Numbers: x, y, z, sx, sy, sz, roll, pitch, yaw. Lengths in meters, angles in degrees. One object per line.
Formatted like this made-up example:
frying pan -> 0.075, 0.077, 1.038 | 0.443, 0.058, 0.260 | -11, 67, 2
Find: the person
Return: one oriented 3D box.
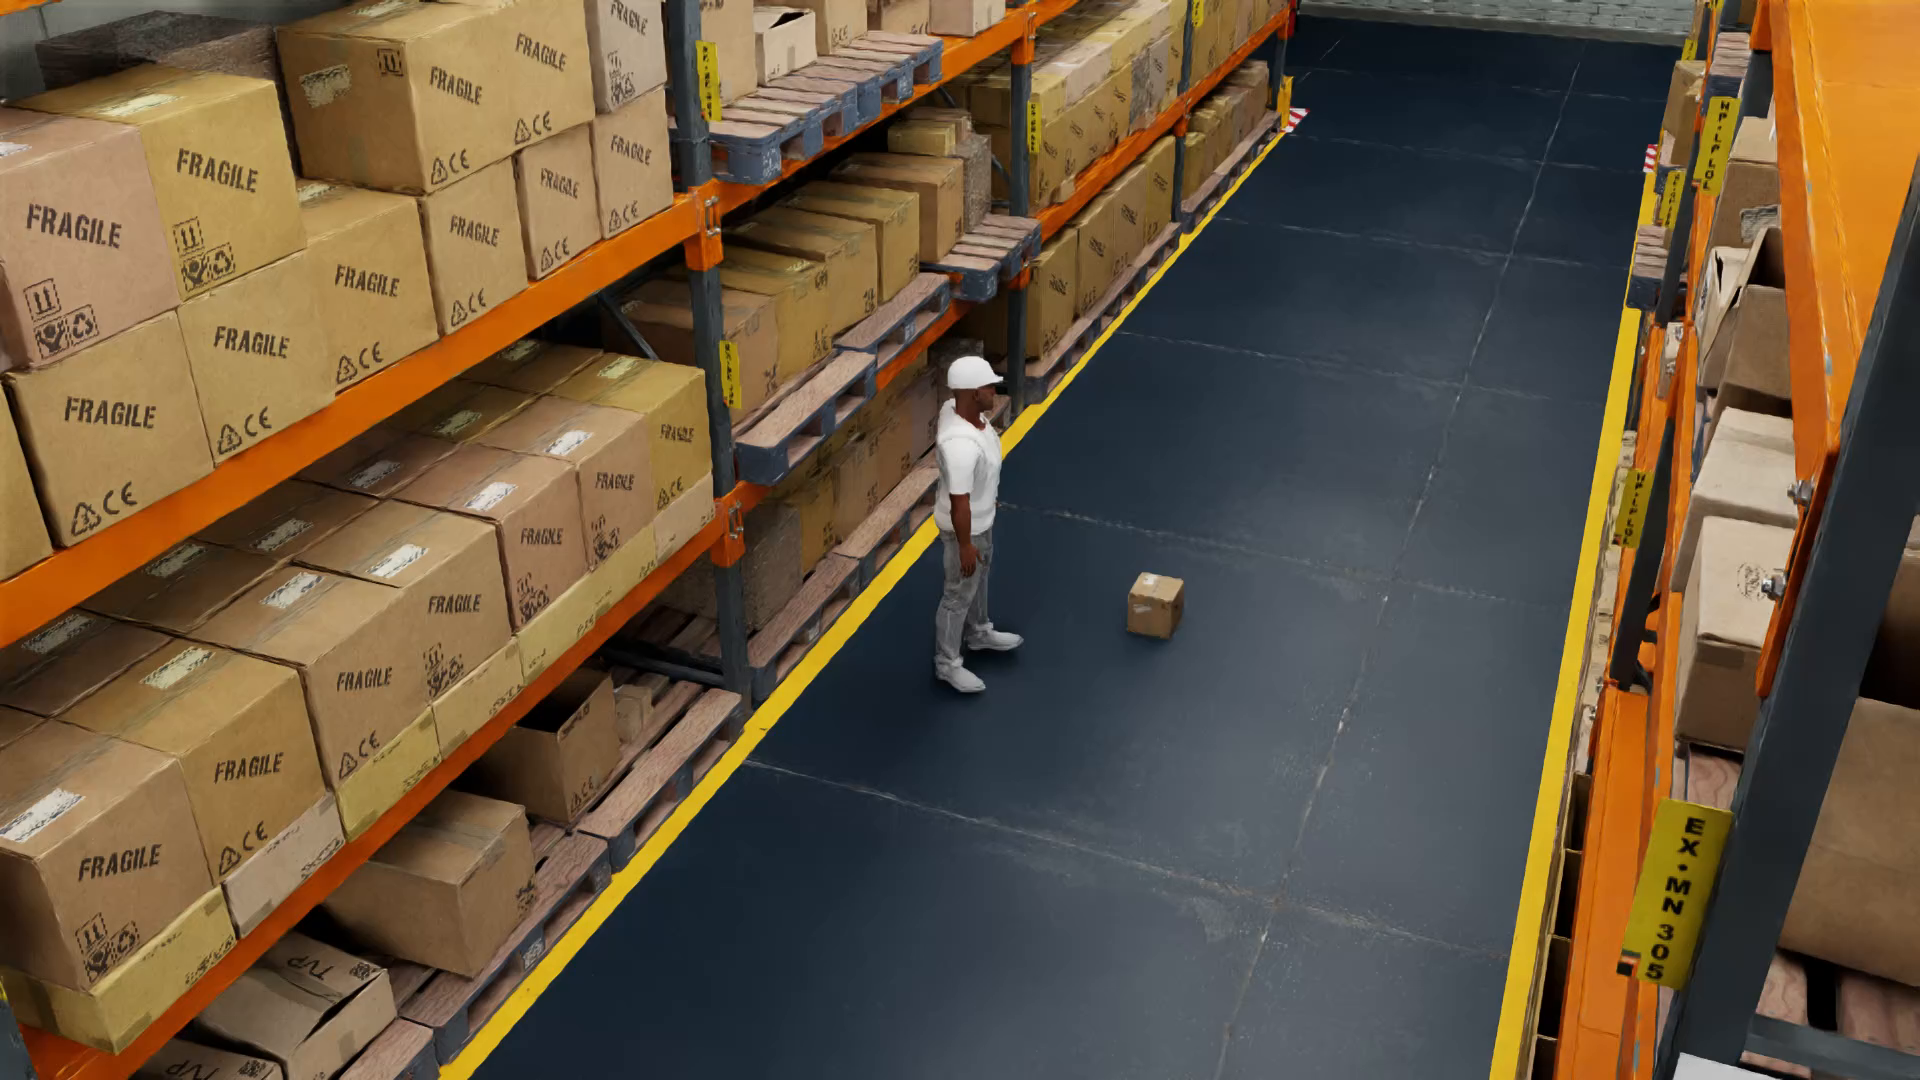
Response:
person -> 0.097, -0.109, 8.507 | 0.470, 1.770, 0.636 | 2, 30, 4
